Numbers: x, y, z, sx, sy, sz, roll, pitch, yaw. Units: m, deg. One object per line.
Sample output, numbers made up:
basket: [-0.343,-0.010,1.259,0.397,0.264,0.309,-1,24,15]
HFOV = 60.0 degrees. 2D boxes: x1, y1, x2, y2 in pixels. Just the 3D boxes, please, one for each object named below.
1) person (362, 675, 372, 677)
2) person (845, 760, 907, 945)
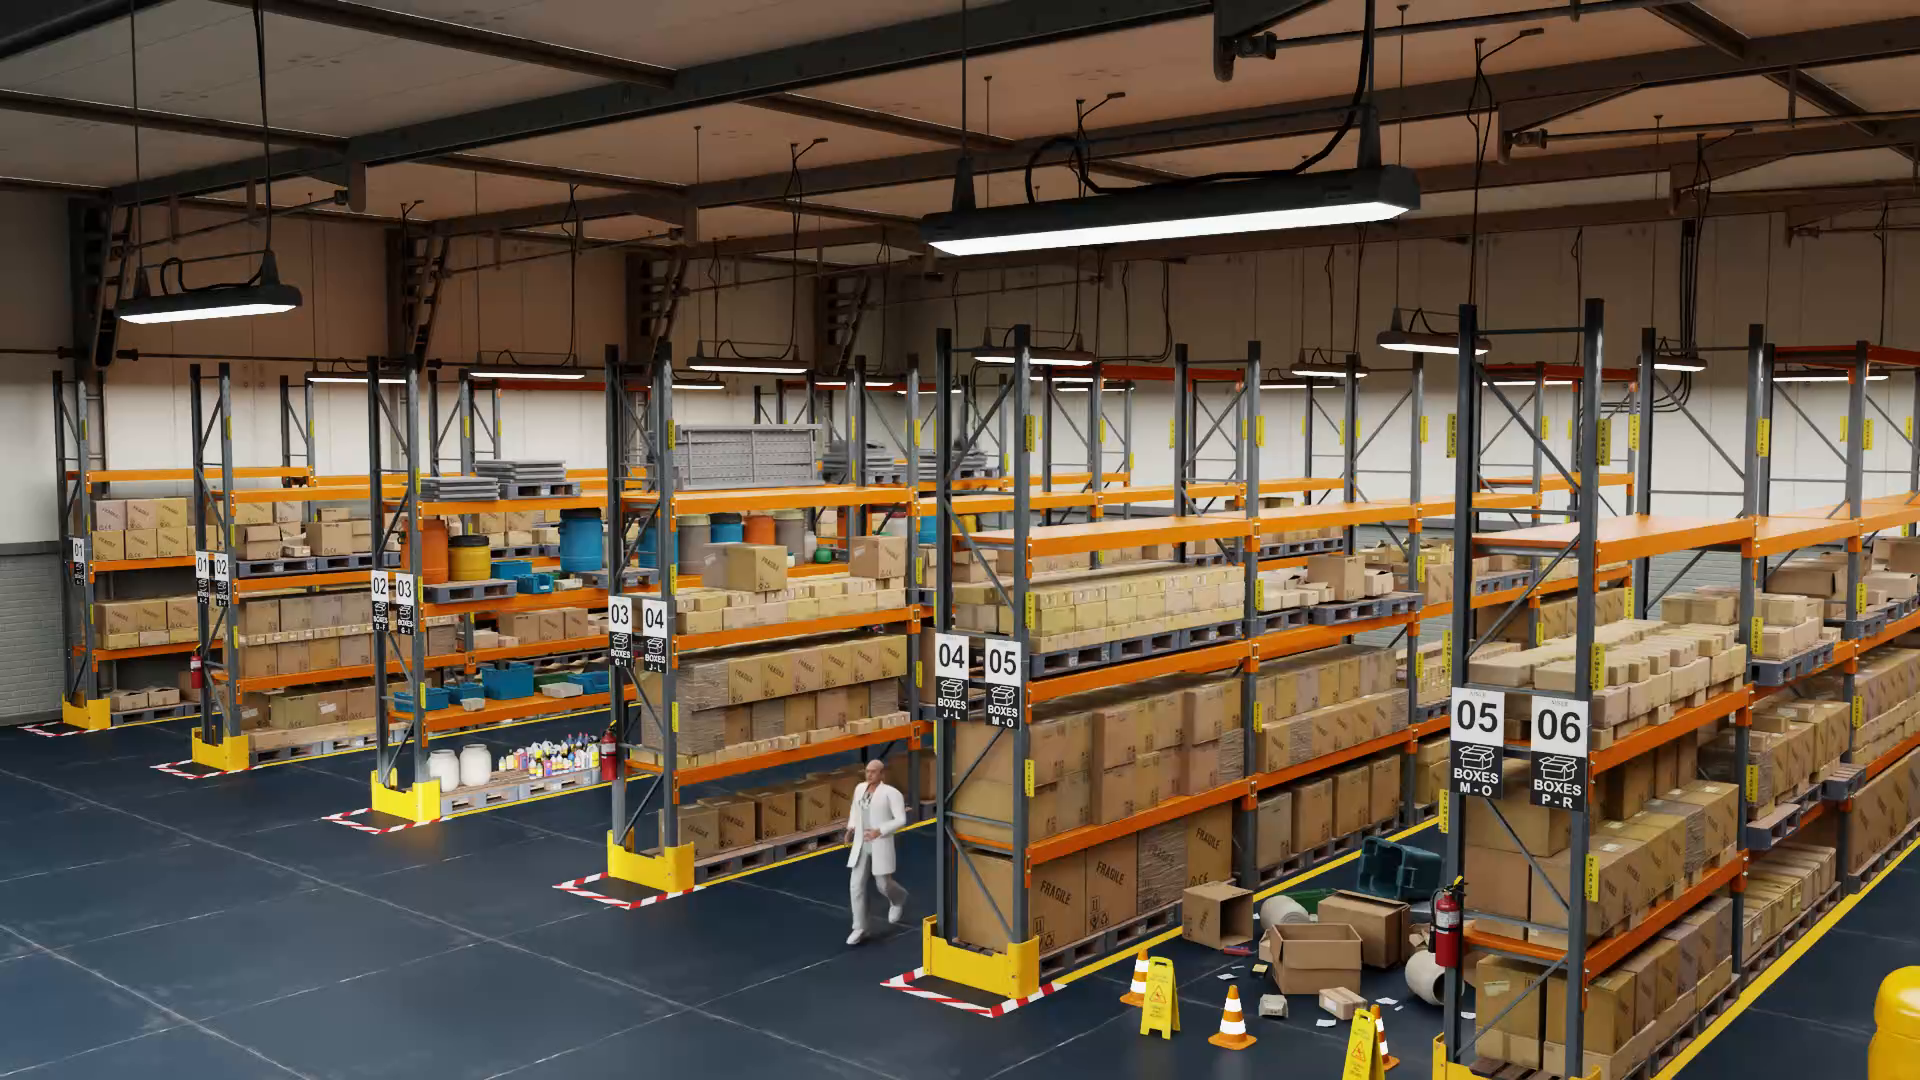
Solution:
person: [-10.194,2.198,28.838,0.665,1.806,0.954,3,5,36]
person: [-0.847,3.067,16.650,0.730,1.761,0.981,2,5,27]
